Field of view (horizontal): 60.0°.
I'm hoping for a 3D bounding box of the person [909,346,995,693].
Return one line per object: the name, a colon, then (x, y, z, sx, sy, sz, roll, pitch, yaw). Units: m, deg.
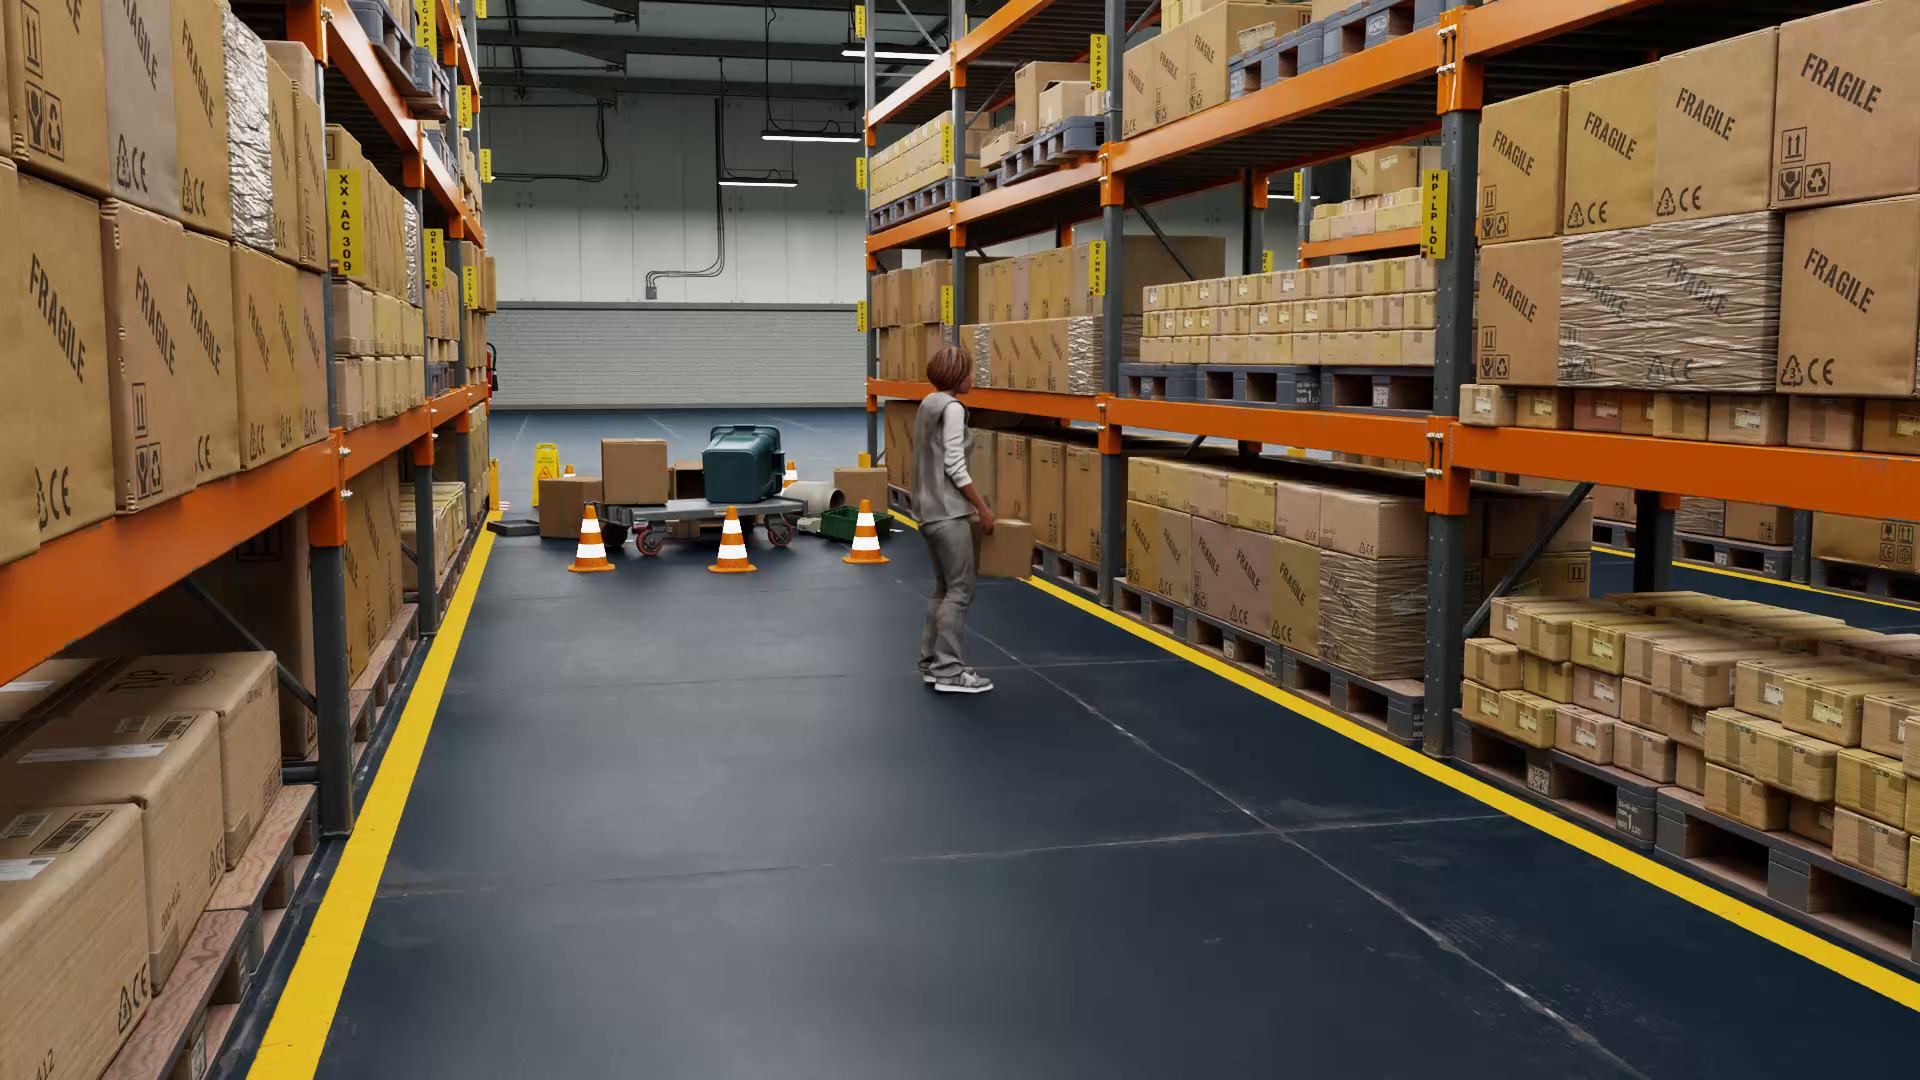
person: (-0.043, -0.104, 7.773, 0.359, 1.601, 0.446, -2, 7, -15)
